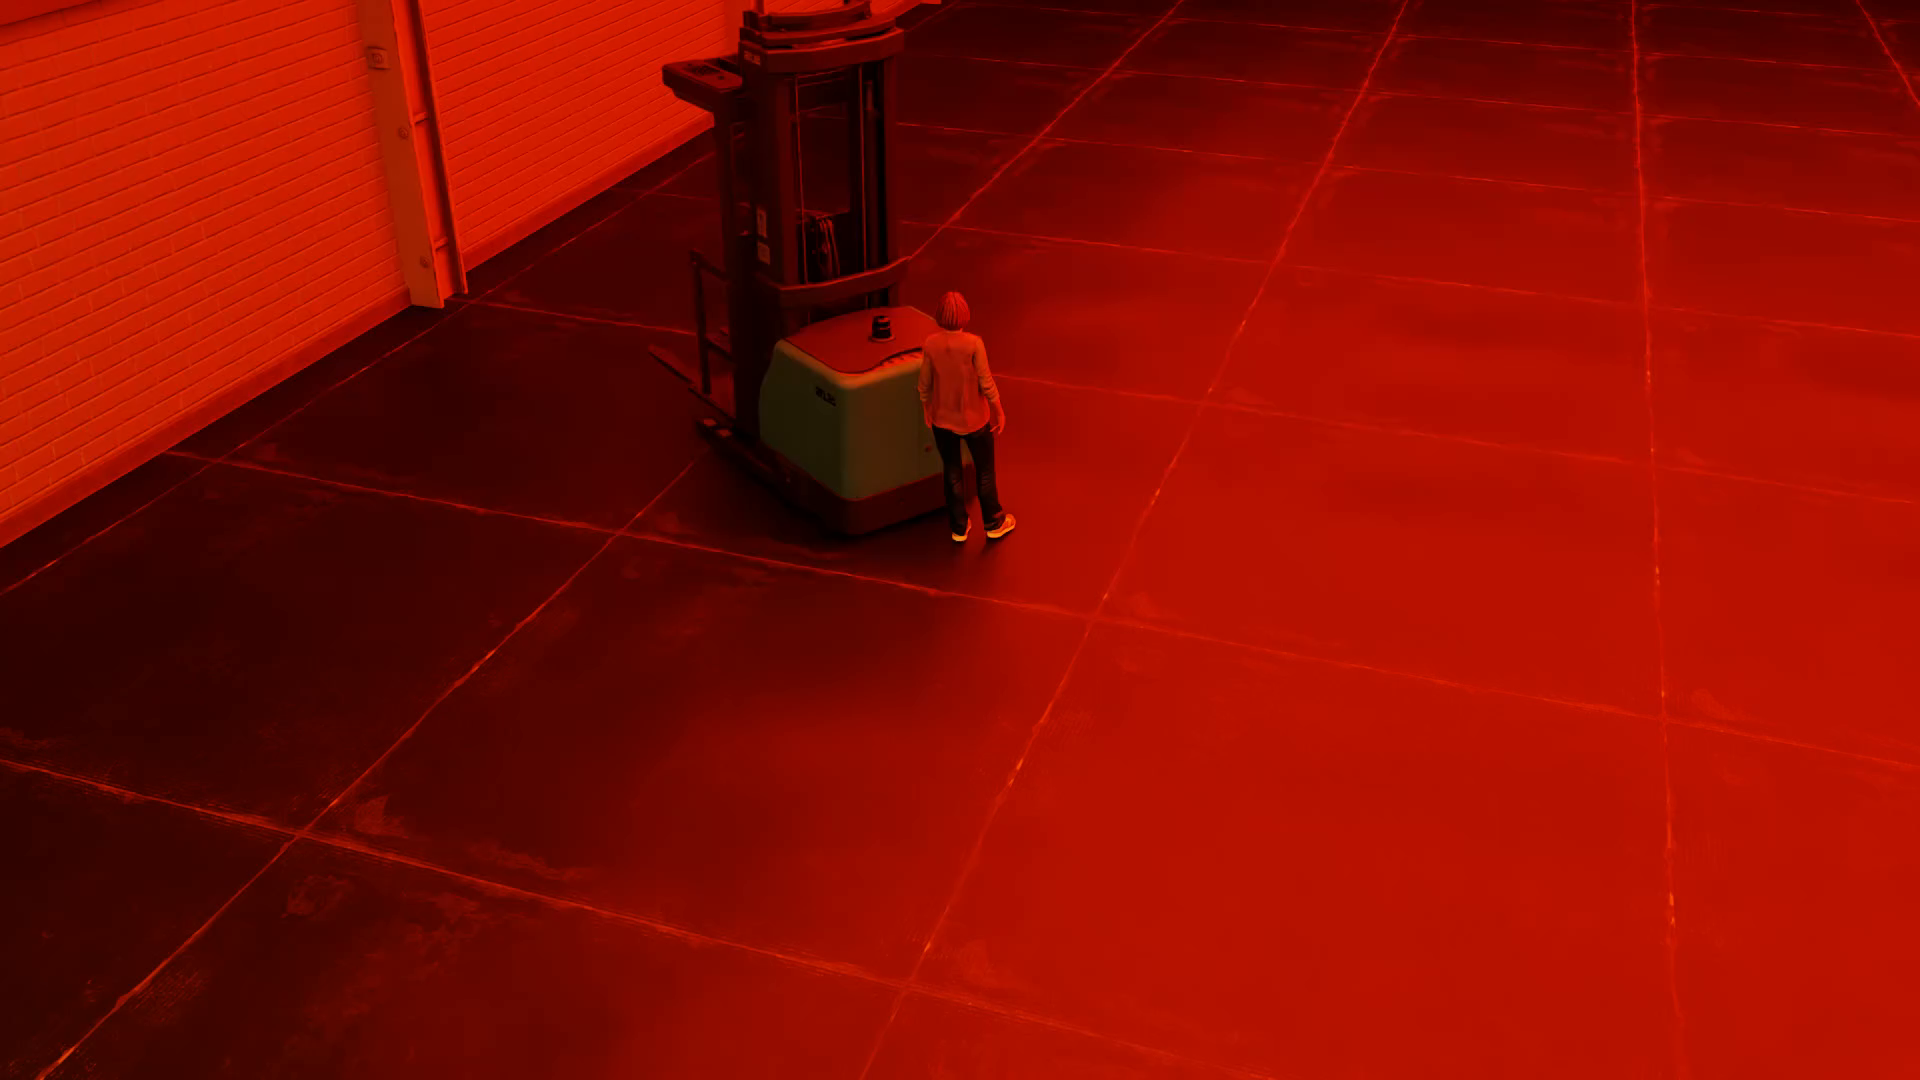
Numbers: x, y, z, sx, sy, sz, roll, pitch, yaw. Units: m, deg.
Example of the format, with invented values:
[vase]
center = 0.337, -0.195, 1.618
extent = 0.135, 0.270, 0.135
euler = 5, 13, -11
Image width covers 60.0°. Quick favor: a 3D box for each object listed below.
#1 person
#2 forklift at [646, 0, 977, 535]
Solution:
[person]
center = 0.037, -0.732, 9.753
extent = 0.520, 1.597, 0.476
euler = 10, 31, 16
[forklift]
center = -1.130, -1.976, 10.604
extent = 1.130, 2.935, 3.031
euler = -20, 35, -31
